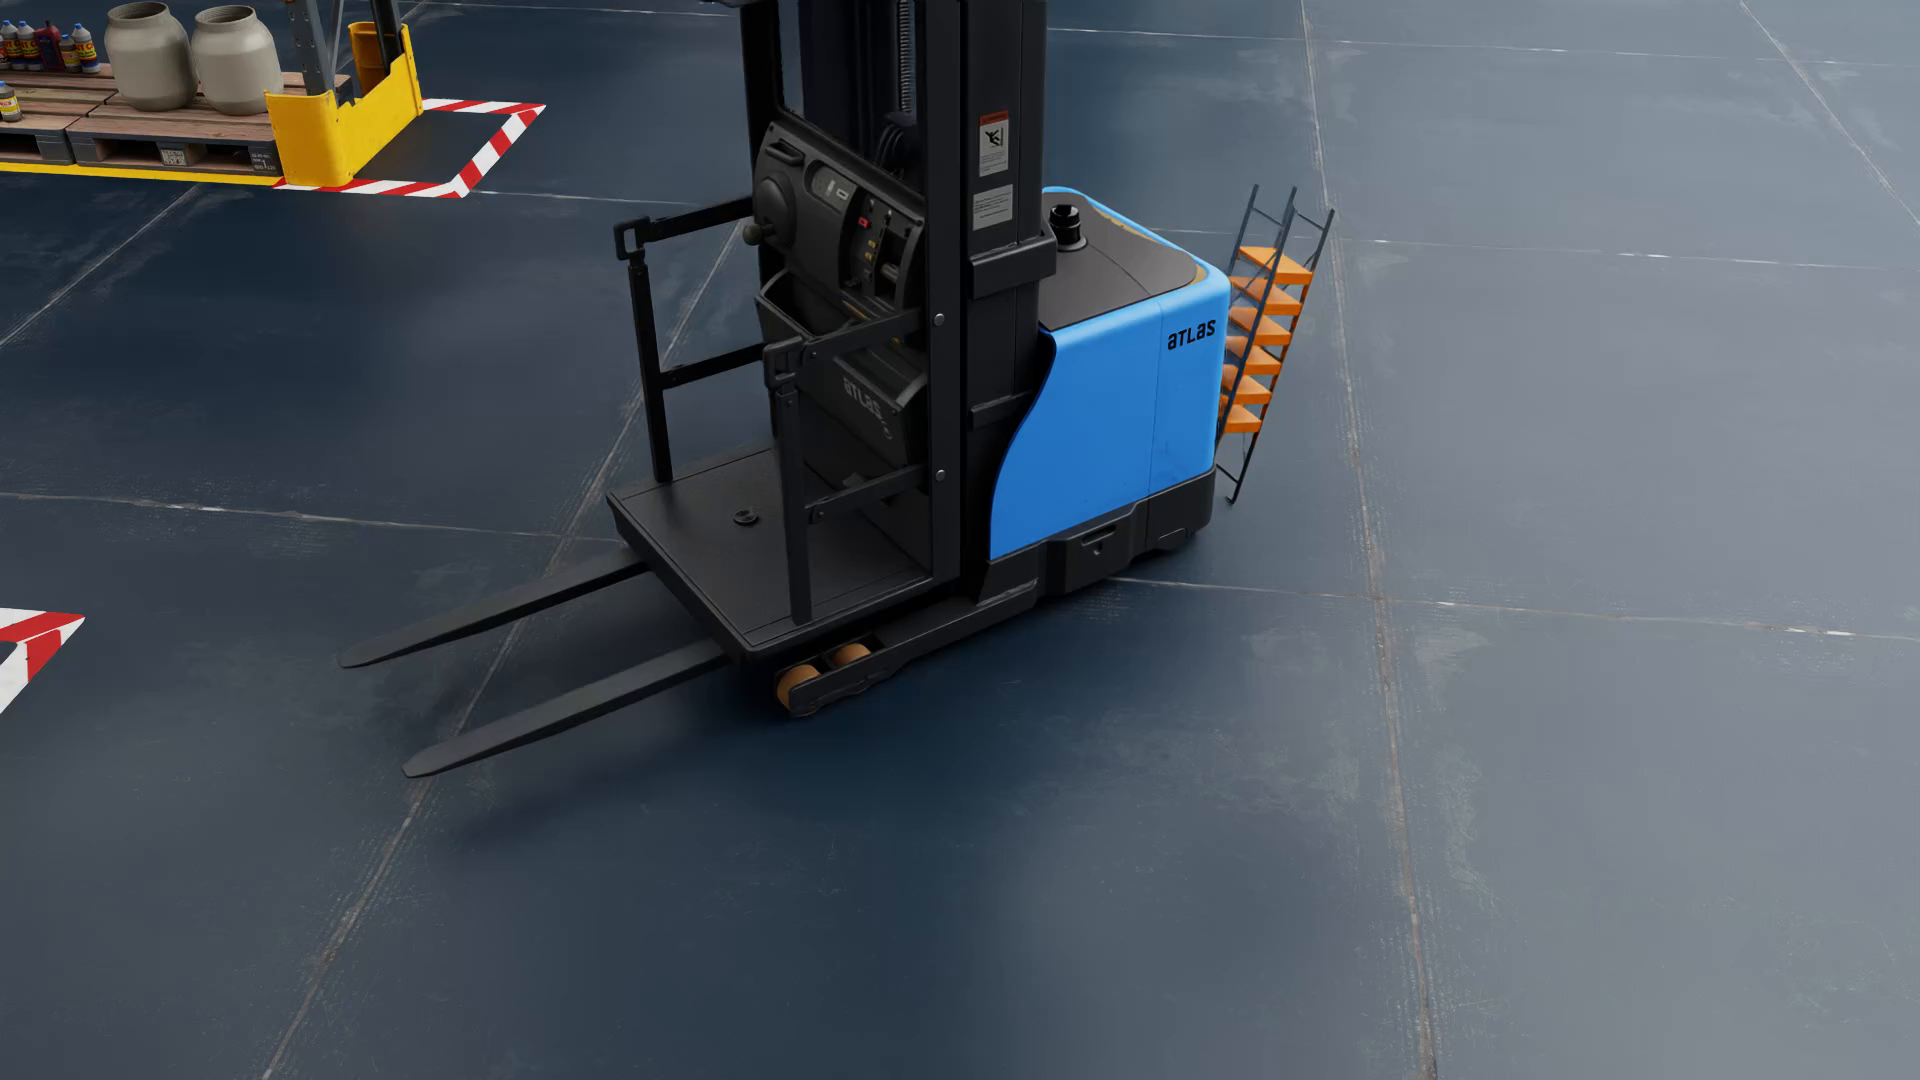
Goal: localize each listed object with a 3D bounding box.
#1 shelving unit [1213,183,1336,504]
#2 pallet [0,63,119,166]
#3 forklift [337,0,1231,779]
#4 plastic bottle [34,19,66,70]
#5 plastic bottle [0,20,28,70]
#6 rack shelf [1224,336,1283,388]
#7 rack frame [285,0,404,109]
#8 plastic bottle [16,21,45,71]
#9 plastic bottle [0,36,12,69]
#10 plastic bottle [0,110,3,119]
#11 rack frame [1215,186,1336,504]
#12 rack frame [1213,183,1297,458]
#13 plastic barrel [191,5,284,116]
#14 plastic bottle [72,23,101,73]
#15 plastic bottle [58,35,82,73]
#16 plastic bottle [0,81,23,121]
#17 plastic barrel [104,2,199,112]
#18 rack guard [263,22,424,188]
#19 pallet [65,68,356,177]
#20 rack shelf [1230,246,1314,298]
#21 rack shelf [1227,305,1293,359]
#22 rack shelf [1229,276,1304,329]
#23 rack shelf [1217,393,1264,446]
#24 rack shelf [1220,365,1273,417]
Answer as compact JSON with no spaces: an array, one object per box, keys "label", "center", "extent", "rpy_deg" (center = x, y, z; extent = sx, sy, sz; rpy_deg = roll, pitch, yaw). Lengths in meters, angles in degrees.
[{"label":"shelving unit","center":[1.061,-0.708,6.200],"extent":[0.189,1.200,0.258],"rpy_deg":[-4,33,-31]},{"label":"pallet","center":[-5.405,-2.470,9.529],"extent":[1.213,0.211,1.003],"rpy_deg":[4,36,6]},{"label":"forklift","center":[-0.561,-0.968,5.083],"extent":[3.031,2.935,1.130],"rpy_deg":[-22,41,-27]},{"label":"plastic bottle","center":[-5.293,-2.886,9.671],"extent":[0.133,0.283,0.061],"rpy_deg":[5,36,7]},{"label":"plastic bottle","center":[-5.510,-2.886,9.682],"extent":[0.097,0.271,0.097],"rpy_deg":[0,36,0]},{"label":"rack shelf","center":[1.051,-0.670,6.221],"extent":[0.180,0.103,0.258],"rpy_deg":[-4,33,-31]},{"label":"rack frame","center":[-3.312,-3.471,8.532],"extent":[0.127,3.000,1.000],"rpy_deg":[4,36,6]},{"label":"plastic bottle","center":[-5.411,-2.879,9.672],"extent":[0.097,0.271,0.097],"rpy_deg":[0,36,0]},{"label":"plastic bottle","center":[-5.608,-2.865,9.713],"extent":[0.097,0.201,0.097],"rpy_deg":[0,36,0]},{"label":"plastic bottle","center":[-5.308,-2.426,9.027],"extent":[0.133,0.283,0.061],"rpy_deg":[5,36,7]},{"label":"rack frame","center":[1.139,-0.714,6.247],"extent":[0.006,1.200,0.240],"rpy_deg":[-4,33,-31]},{"label":"rack frame","center":[0.983,-0.703,6.153],"extent":[0.006,1.200,0.240],"rpy_deg":[-4,33,-31]},{"label":"plastic barrel","center":[-3.975,-2.634,9.139],"extent":[0.421,0.512,0.421],"rpy_deg":[0,36,0]},{"label":"plastic bottle","center":[-5.071,-2.854,9.636],"extent":[0.097,0.271,0.097],"rpy_deg":[0,36,0]},{"label":"plastic bottle","center":[-5.173,-2.833,9.667],"extent":[0.097,0.201,0.097],"rpy_deg":[0,36,0]},{"label":"plastic bottle","center":[-5.190,-2.395,9.053],"extent":[0.097,0.201,0.097],"rpy_deg":[0,36,0]},{"label":"plastic barrel","center":[-4.472,-2.671,9.191],"extent":[0.421,0.512,0.421],"rpy_deg":[0,36,0]},{"label":"rack guard","center":[-3.393,-2.432,9.228],"extent":[0.348,0.500,1.175],"rpy_deg":[4,36,6]},{"label":"pallet","center":[-4.199,-2.378,9.400],"extent":[1.213,0.211,1.003],"rpy_deg":[4,36,6]},{"label":"rack shelf","center":[1.130,-0.978,6.053],"extent":[0.180,0.103,0.258],"rpy_deg":[-4,33,-31]},{"label":"rack shelf","center":[1.078,-0.773,6.165],"extent":[0.180,0.103,0.258],"rpy_deg":[-4,33,-31]},{"label":"rack shelf","center":[1.104,-0.876,6.109],"extent":[0.180,0.103,0.258],"rpy_deg":[-4,33,-31]},{"label":"rack shelf","center":[0.999,-0.465,6.333],"extent":[0.180,0.103,0.258],"rpy_deg":[-4,33,-31]},{"label":"rack shelf","center":[1.025,-0.567,6.277],"extent":[0.180,0.103,0.258],"rpy_deg":[-4,33,-31]}]
